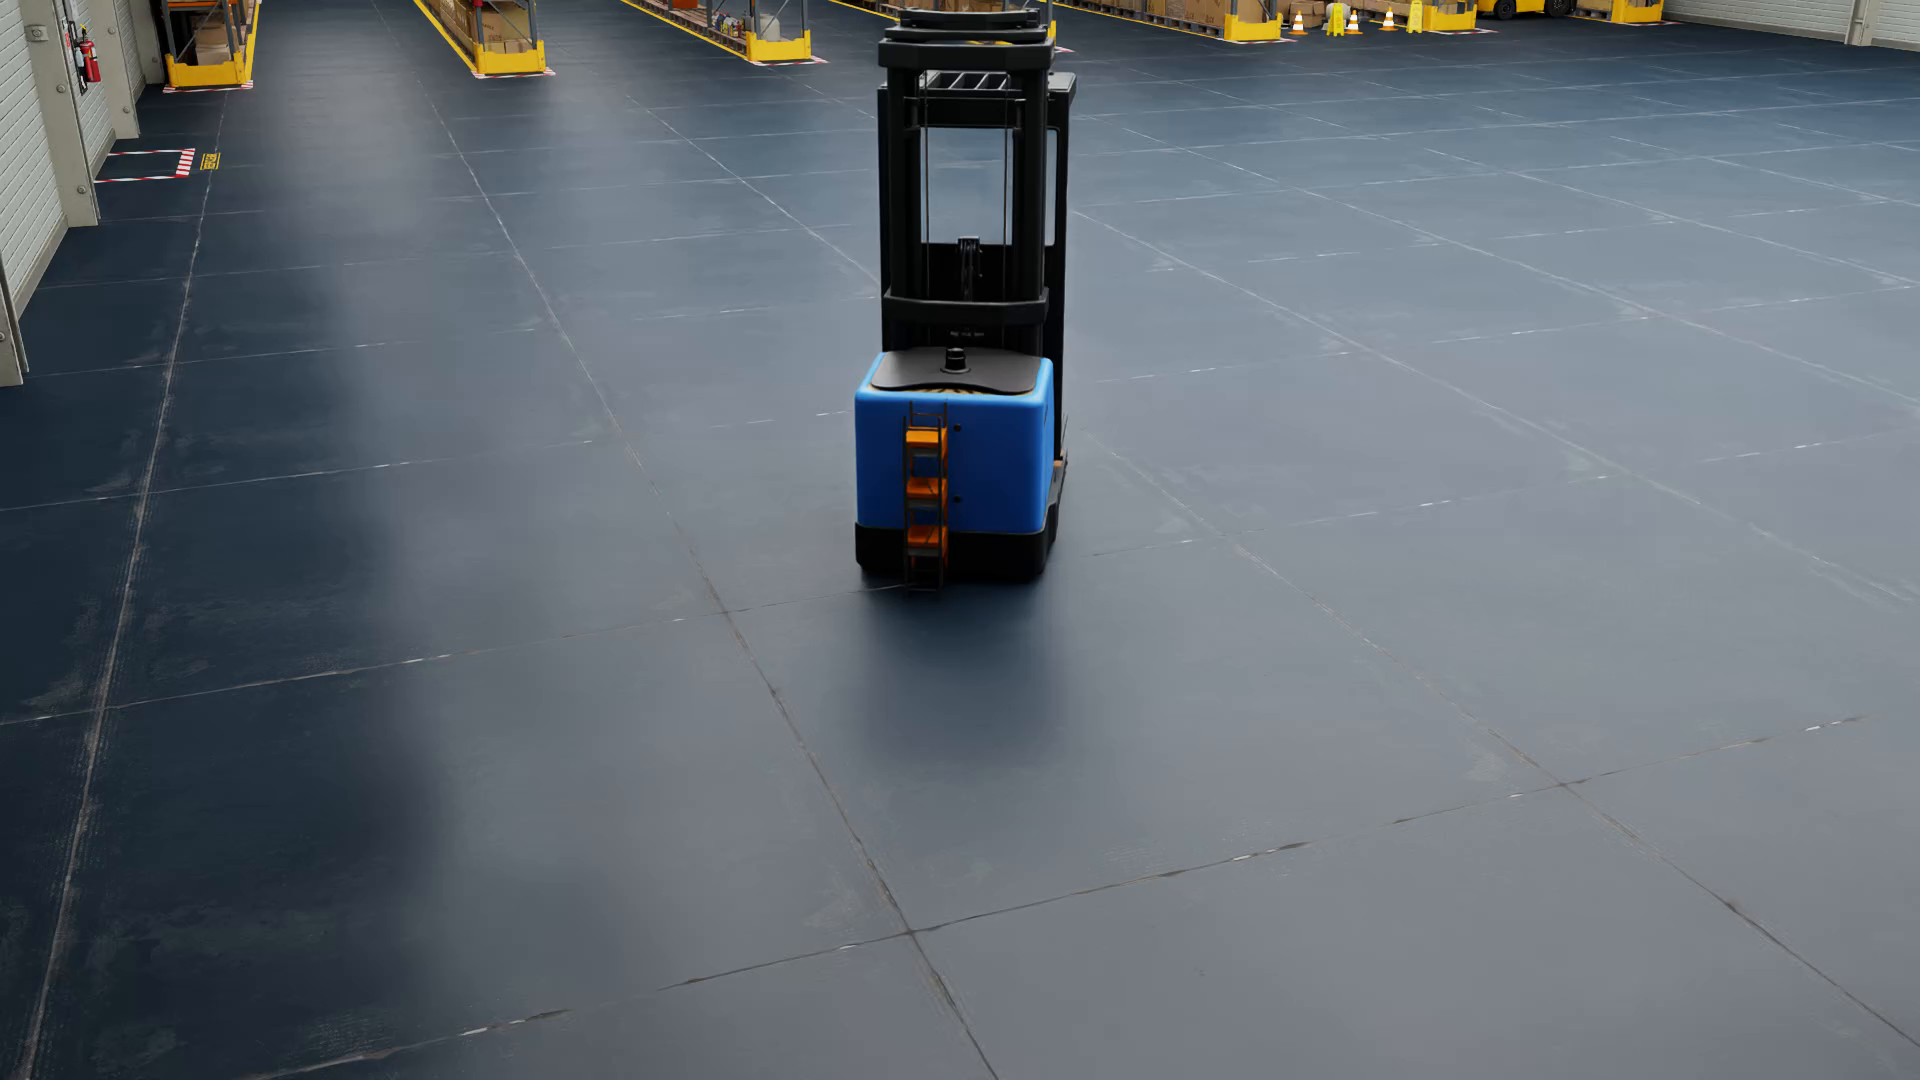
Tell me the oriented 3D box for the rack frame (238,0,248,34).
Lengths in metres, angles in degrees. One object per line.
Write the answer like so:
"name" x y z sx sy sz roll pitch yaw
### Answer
"rack frame" -15.408 -11.915 34.157 1.000 3.000 0.127 -8 24 -19

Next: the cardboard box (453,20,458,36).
"cardboard box" -9.780 -10.180 33.040 0.500 0.250 0.500 -9 24 -20

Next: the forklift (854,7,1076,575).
"forklift" 0.105 -1.697 10.002 1.130 2.935 3.031 3 23 6

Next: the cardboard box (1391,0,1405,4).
"cardboard box" 9.877 -12.123 36.685 0.500 0.500 0.500 -7 24 -17

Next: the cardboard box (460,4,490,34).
"cardboard box" -8.959 -9.658 30.837 0.500 0.500 0.500 -8 24 -19

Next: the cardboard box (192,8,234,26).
"cardboard box" -14.642 -10.149 32.620 0.700 0.500 0.500 -8 24 -18

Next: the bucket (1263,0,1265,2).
"bucket" 6.788 -12.603 38.047 0.726 0.611 0.620 0 13 -1

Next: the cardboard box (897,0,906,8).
"cardboard box" -1.043 -12.564 38.349 0.700 0.500 0.500 -10 25 -23

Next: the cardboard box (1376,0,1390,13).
"cardboard box" 9.688 -11.968 37.284 0.500 0.250 0.500 -9 25 -21

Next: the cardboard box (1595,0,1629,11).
"cardboard box" 14.772 -12.143 37.697 0.500 0.250 0.500 -8 24 -19

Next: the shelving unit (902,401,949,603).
"shelving unit" -0.182 -0.199 8.869 0.215 1.050 0.252 3 23 6

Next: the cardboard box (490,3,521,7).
"cardboard box" -8.458 -9.732 31.011 0.500 0.500 0.500 -8 24 -19

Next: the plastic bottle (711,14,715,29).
"plastic bottle" -5.024 -10.590 33.960 0.097 0.271 0.097 0 23 0

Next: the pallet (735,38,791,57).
"pallet" -3.666 -9.399 31.779 1.003 0.211 1.213 -8 24 -19

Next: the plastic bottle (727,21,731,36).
"plastic bottle" -4.485 -10.068 32.715 0.152 0.276 0.135 -9 24 -20

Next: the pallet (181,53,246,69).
"pallet" -13.290 -8.493 29.629 1.003 0.211 1.213 -8 24 -19

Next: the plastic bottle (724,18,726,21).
"plastic bottle" -4.676 -10.299 33.270 0.097 0.271 0.097 0 23 0

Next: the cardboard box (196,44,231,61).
"cardboard box" -12.944 -8.443 28.814 0.500 0.311 0.500 -6 24 -15

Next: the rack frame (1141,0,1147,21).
"rack frame" 4.583 -13.144 37.073 1.000 3.000 0.127 -8 24 -19

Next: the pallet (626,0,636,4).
"pallet" -7.849 -13.704 41.993 1.003 0.211 1.213 -8 24 -19

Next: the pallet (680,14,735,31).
"pallet" -5.475 -11.260 36.193 1.003 0.211 1.213 -8 24 -19

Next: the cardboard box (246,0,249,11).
"cardboard box" -16.153 -12.030 36.658 0.750 0.750 0.750 -8 24 -17

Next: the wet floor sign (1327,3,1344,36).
"wet floor sign" 7.858 -10.867 34.702 0.267 0.644 0.232 -13 26 -28

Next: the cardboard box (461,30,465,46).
"cardboard box" -9.138 -9.494 31.413 0.500 0.250 0.500 -8 24 -19

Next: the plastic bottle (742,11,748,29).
"plastic bottle" -4.364 -10.588 33.854 0.144 0.351 0.185 -8 24 -19

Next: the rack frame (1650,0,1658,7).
"rack frame" 15.233 -13.089 36.943 1.000 3.000 0.127 -8 24 -19

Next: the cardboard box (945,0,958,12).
"cardboard box" 0.011 -11.391 35.592 0.500 0.500 0.500 -9 25 -21

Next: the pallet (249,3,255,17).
"pallet" -17.017 -12.370 38.828 1.003 0.211 1.213 -8 24 -19

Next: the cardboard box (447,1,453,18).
"cardboard box" -10.137 -10.805 33.801 0.500 0.311 0.500 -8 24 -19

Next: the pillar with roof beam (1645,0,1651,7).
"pillar with roof beam" 11.803 -15.639 35.270 9.100 9.000 0.400 -8 24 -19

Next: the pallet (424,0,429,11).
"pallet" -12.430 -13.014 40.355 1.003 0.211 1.213 -8 24 -19

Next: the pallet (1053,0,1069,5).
"pallet" 2.895 -13.597 41.737 1.003 0.211 1.213 -8 24 -19

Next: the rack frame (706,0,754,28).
"rack frame" -4.727 -11.821 33.933 1.000 3.000 0.127 -8 24 -19

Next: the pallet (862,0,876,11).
"pallet" -1.714 -12.965 40.240 1.003 0.211 1.213 -8 24 -19

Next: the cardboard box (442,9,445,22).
"cardboard box" -10.686 -11.109 35.245 0.500 0.250 0.500 -9 24 -20

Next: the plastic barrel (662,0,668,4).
"plastic barrel" -6.727 -12.942 39.158 0.600 0.588 0.708 -8 24 -19

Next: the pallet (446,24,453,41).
"pallet" -10.094 -10.564 34.542 1.003 0.211 1.213 -8 24 -19

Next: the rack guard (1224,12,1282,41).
"rack guard" 6.004 -10.530 34.090 1.175 0.500 0.348 -8 24 -19

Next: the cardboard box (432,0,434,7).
"cardboard box" -11.877 -12.516 38.235 0.500 0.500 0.500 -8 24 -18

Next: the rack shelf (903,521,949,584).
"rack shelf" -0.182 0.067 8.981 0.215 0.259 0.240 3 23 6

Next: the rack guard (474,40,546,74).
"rack guard" -7.940 -8.528 29.341 1.175 0.500 0.348 -8 24 -19

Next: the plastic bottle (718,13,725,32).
"plastic bottle" -4.763 -10.384 33.369 0.144 0.351 0.185 -9 25 -21

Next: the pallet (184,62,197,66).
"pallet" -12.863 -8.051 28.579 1.003 0.211 1.213 -8 24 -19

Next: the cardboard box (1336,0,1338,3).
"cardboard box" 8.990 -13.033 39.652 0.950 0.372 0.625 -8 24 -18

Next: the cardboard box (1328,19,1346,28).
"cardboard box" 8.238 -11.292 36.349 0.380 0.149 0.250 4 23 9

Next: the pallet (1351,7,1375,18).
"pallet" 9.448 -12.336 38.746 1.003 0.211 1.213 -8 24 -19

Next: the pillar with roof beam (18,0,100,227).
"pillar with roof beam" -5.372 -8.139 17.473 9.100 9.000 0.400 -8 24 -19

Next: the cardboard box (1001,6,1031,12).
"cardboard box" 1.115 -10.318 33.045 0.500 0.500 0.500 -4 23 -9
